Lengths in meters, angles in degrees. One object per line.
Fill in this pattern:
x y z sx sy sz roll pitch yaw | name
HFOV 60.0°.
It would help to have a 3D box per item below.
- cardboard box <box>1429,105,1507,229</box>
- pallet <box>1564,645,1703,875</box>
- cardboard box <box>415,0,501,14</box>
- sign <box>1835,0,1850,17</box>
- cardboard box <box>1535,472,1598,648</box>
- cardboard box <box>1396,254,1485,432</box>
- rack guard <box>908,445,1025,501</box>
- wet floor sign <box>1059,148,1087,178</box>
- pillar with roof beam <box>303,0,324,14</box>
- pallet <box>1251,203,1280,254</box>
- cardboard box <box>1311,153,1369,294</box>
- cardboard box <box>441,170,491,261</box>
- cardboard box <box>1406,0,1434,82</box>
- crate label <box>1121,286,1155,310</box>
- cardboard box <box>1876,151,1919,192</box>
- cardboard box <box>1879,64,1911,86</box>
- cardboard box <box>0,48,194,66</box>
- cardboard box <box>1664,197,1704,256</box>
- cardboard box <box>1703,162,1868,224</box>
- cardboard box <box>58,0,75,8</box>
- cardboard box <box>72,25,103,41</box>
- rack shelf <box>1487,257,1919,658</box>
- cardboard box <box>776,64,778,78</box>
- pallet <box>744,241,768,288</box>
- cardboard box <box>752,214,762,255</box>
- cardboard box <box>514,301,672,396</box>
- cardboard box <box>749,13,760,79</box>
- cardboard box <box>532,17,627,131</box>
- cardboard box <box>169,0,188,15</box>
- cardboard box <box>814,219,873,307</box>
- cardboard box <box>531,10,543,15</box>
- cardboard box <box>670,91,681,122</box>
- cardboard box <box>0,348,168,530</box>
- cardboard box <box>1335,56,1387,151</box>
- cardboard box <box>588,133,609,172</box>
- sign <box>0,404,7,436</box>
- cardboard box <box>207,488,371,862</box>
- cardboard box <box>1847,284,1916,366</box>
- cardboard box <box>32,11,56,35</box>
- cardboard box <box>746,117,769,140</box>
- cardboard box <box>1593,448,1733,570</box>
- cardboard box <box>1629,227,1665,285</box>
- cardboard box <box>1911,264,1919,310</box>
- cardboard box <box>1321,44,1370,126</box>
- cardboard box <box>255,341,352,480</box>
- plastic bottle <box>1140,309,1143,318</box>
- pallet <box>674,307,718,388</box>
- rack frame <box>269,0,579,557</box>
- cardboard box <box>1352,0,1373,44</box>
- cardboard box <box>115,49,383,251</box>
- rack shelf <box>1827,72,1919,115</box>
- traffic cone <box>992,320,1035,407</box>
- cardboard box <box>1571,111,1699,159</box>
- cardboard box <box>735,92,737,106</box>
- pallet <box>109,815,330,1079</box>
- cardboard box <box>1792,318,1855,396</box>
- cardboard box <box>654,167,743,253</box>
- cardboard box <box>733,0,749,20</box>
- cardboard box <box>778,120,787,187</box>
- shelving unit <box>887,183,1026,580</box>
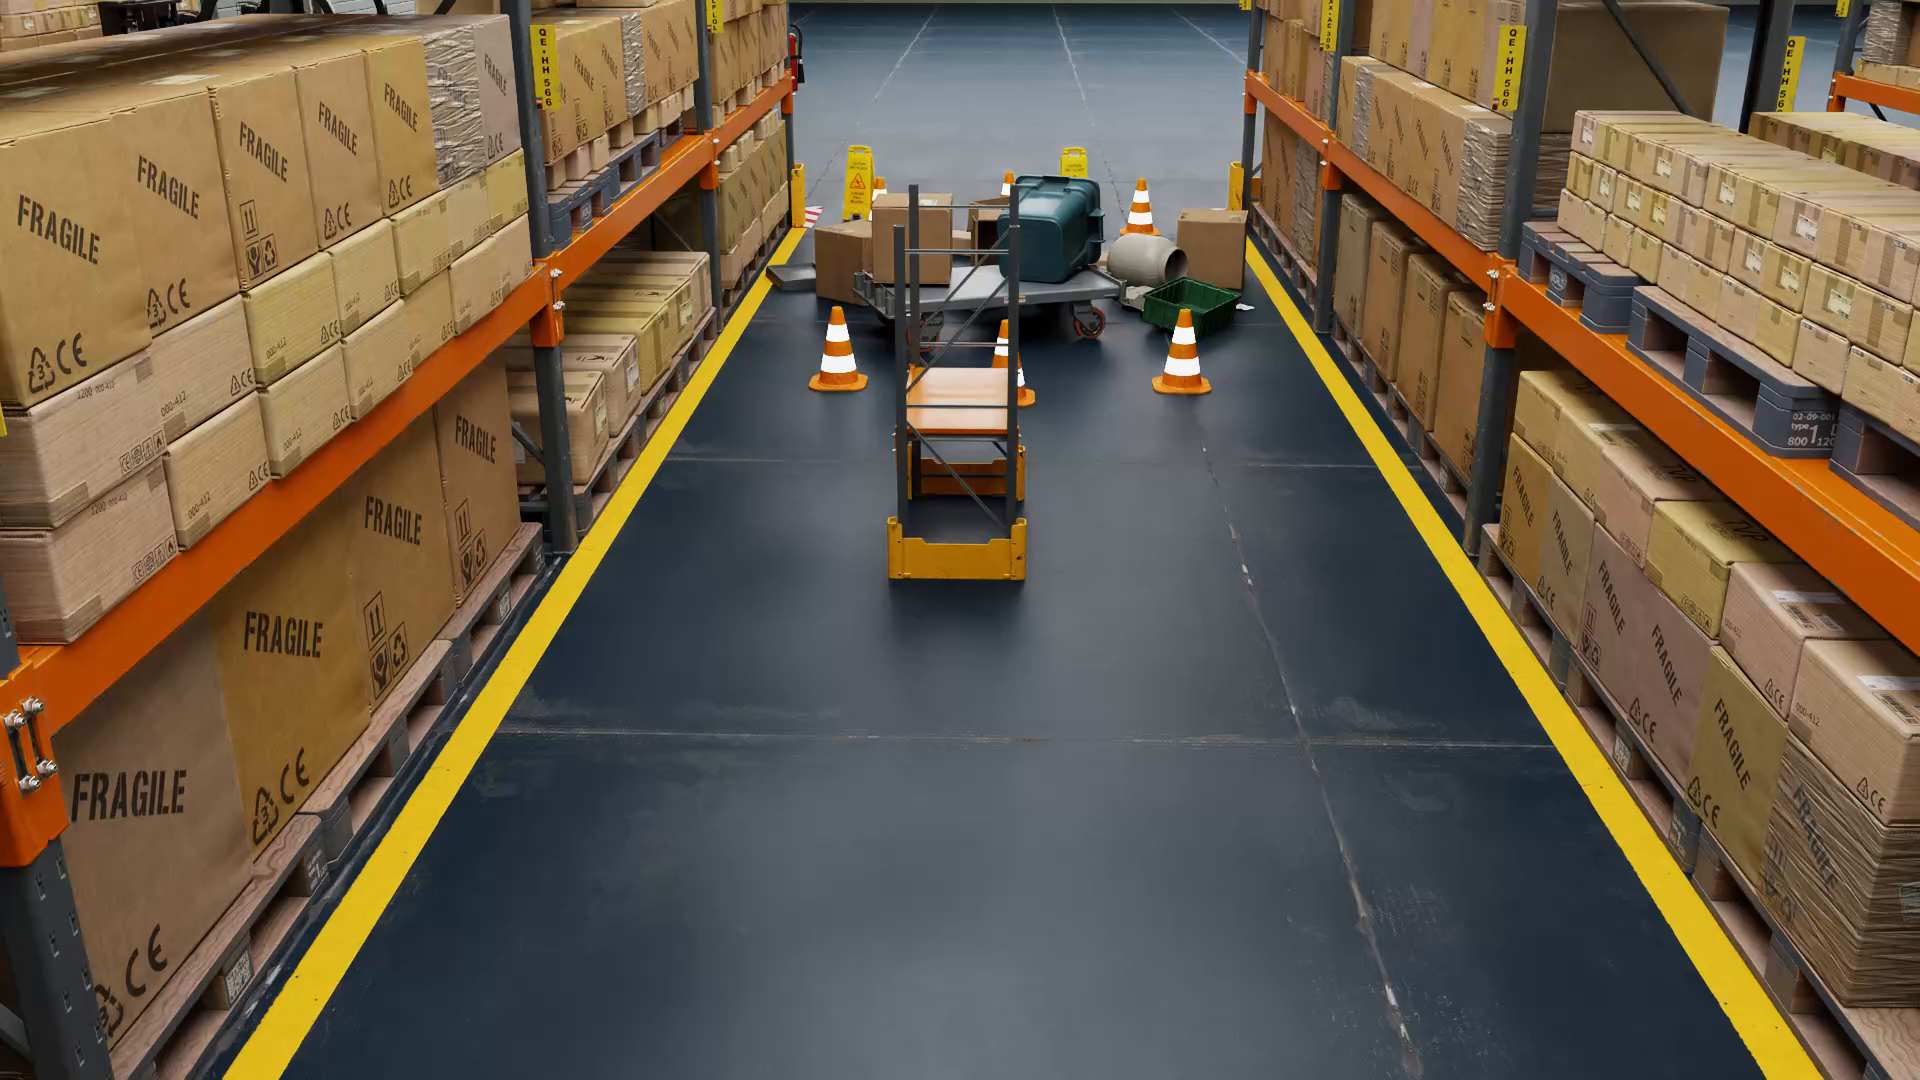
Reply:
2.504 -1.726 7.693 0.500 0.500 0.500 1 21 2 | cardboard box
2.677 0.689 5.462 1.003 0.211 1.213 1 21 2 | pallet
-2.441 -2.630 8.133 0.380 0.149 0.250 0 21 -1 | cardboard box
7.397 -4.545 13.898 0.100 0.325 0.005 1 21 2 | sign
2.454 0.071 6.075 0.500 0.500 0.500 1 21 2 | cardboard box
2.873 -1.016 8.530 1.050 0.750 0.750 1 21 2 | cardboard box
0.017 -0.324 8.019 0.587 0.250 0.087 1 21 2 | rack guard
1.007 -3.161 14.783 0.267 0.644 0.232 -3 21 -8 | wet floor sign
-3.364 -8.974 18.218 9.100 9.000 0.400 1 21 2 | pillar with roof beam
3.039 -2.636 14.031 1.003 0.211 1.213 1 21 2 | pallet
2.953 -2.212 11.439 0.875 0.875 0.875 1 21 2 | cardboard box
-1.982 -1.151 5.866 0.500 0.250 0.500 0 21 0 | cardboard box
2.825 -2.744 8.935 0.700 0.500 0.500 1 21 2 | cardboard box
1.282 -1.705 11.733 0.298 0.136 0.250 -16 26 -35 | crate label
3.150 -1.138 5.260 0.380 0.149 0.250 1 21 2 | cardboard box
7.643 -3.737 13.361 0.380 0.149 0.250 1 21 2 | cardboard box
-2.524 -1.140 4.800 0.500 0.500 0.500 1 21 2 | cardboard box
2.500 -1.003 5.322 0.380 0.149 0.250 1 21 2 | cardboard box
2.496 -1.050 5.031 0.380 0.149 0.250 1 21 3 | cardboard box
-6.793 -4.008 12.265 0.380 0.149 0.250 1 21 2 | cardboard box
-6.724 -3.609 12.544 0.500 0.500 0.500 1 21 2 | cardboard box
2.681 -0.275 5.086 1.077 0.370 4.000 1 21 2 | rack shelf
-1.689 -3.804 13.534 0.380 0.149 0.250 0 21 1 | cardboard box
-2.068 -2.183 12.864 1.003 0.211 1.213 1 21 2 | pallet
-1.781 -2.307 12.549 0.500 0.250 0.500 0 21 1 | cardboard box
-2.139 -1.068 9.186 0.950 0.372 0.625 1 21 3 | cardboard box
-1.780 -3.685 12.331 0.500 0.500 0.500 1 21 2 | cardboard box
-1.946 -2.273 8.111 0.500 0.500 0.500 1 21 3 | cardboard box
-6.636 -4.425 13.752 0.380 0.149 0.250 1 21 2 | cardboard box
-0.695 -2.006 12.005 0.500 0.500 0.500 18 27 38 | cardboard box
-2.436 -2.467 8.610 0.500 0.500 0.500 0 21 -1 | cardboard box
-1.825 -2.499 9.589 0.380 0.149 0.250 0 21 1 | cardboard box
-2.035 -0.224 3.477 0.500 0.250 0.500 0 21 0 | cardboard box
2.579 -2.639 10.046 0.500 0.500 0.500 1 21 2 | cardboard box
-1.888 -1.845 7.905 0.380 0.149 0.250 1 21 2 | cardboard box
-1.776 -0.340 2.953 0.100 0.325 0.005 1 21 2 | sign
-2.372 0.338 4.869 0.875 0.875 0.875 1 21 3 | cardboard box
2.456 -0.535 4.116 0.380 0.149 0.250 0 21 0 | cardboard box
-6.699 -3.684 11.842 0.380 0.149 0.250 0 21 1 | cardboard box
-1.694 -3.198 12.911 0.380 0.149 0.250 2 21 4 | cardboard box
2.436 -0.105 5.491 0.500 0.250 0.500 1 21 2 | cardboard box
2.504 -0.961 5.625 0.380 0.149 0.250 2 21 4 | cardboard box
2.454 -0.581 3.825 0.380 0.149 0.250 0 21 0 | cardboard box
2.863 -2.983 10.864 0.875 0.550 0.550 1 21 2 | cardboard box
-2.008 -0.364 4.527 0.500 0.250 0.500 0 21 1 | cardboard box
1.363 -1.527 11.379 0.133 0.061 0.283 -11 24 -26 | plastic bottle
-2.110 -1.216 10.372 1.003 0.211 1.213 1 21 2 | pallet
-2.209 -1.352 6.866 1.000 3.000 0.127 1 21 2 | rack frame
2.909 -3.486 10.667 0.875 0.550 0.550 1 21 2 | cardboard box
-2.015 -1.127 4.765 0.500 0.500 0.500 0 21 1 | cardboard box
7.879 -3.077 12.306 1.077 0.370 4.000 1 21 2 | rack shelf
0.265 -1.036 9.558 0.336 0.463 0.334 1 21 2 | traffic cone
2.534 -1.523 6.252 0.380 0.149 0.250 1 21 2 | cardboard box
-1.805 -3.165 11.887 0.380 0.149 0.250 1 21 1 | cardboard box
-2.383 1.115 4.364 1.003 0.211 1.213 1 21 2 | pallet
2.462 -0.487 4.404 0.380 0.149 0.250 0 21 -1 | cardboard box
-1.799 -2.272 11.421 0.500 0.500 0.500 2 21 4 | cardboard box
-1.820 -3.790 11.220 0.700 0.500 0.500 1 21 2 | cardboard box
-1.729 -3.215 13.852 0.500 0.500 0.500 1 21 2 | cardboard box
0.002 -0.727 7.329 0.587 1.500 1.083 1 21 2 | shelving unit
